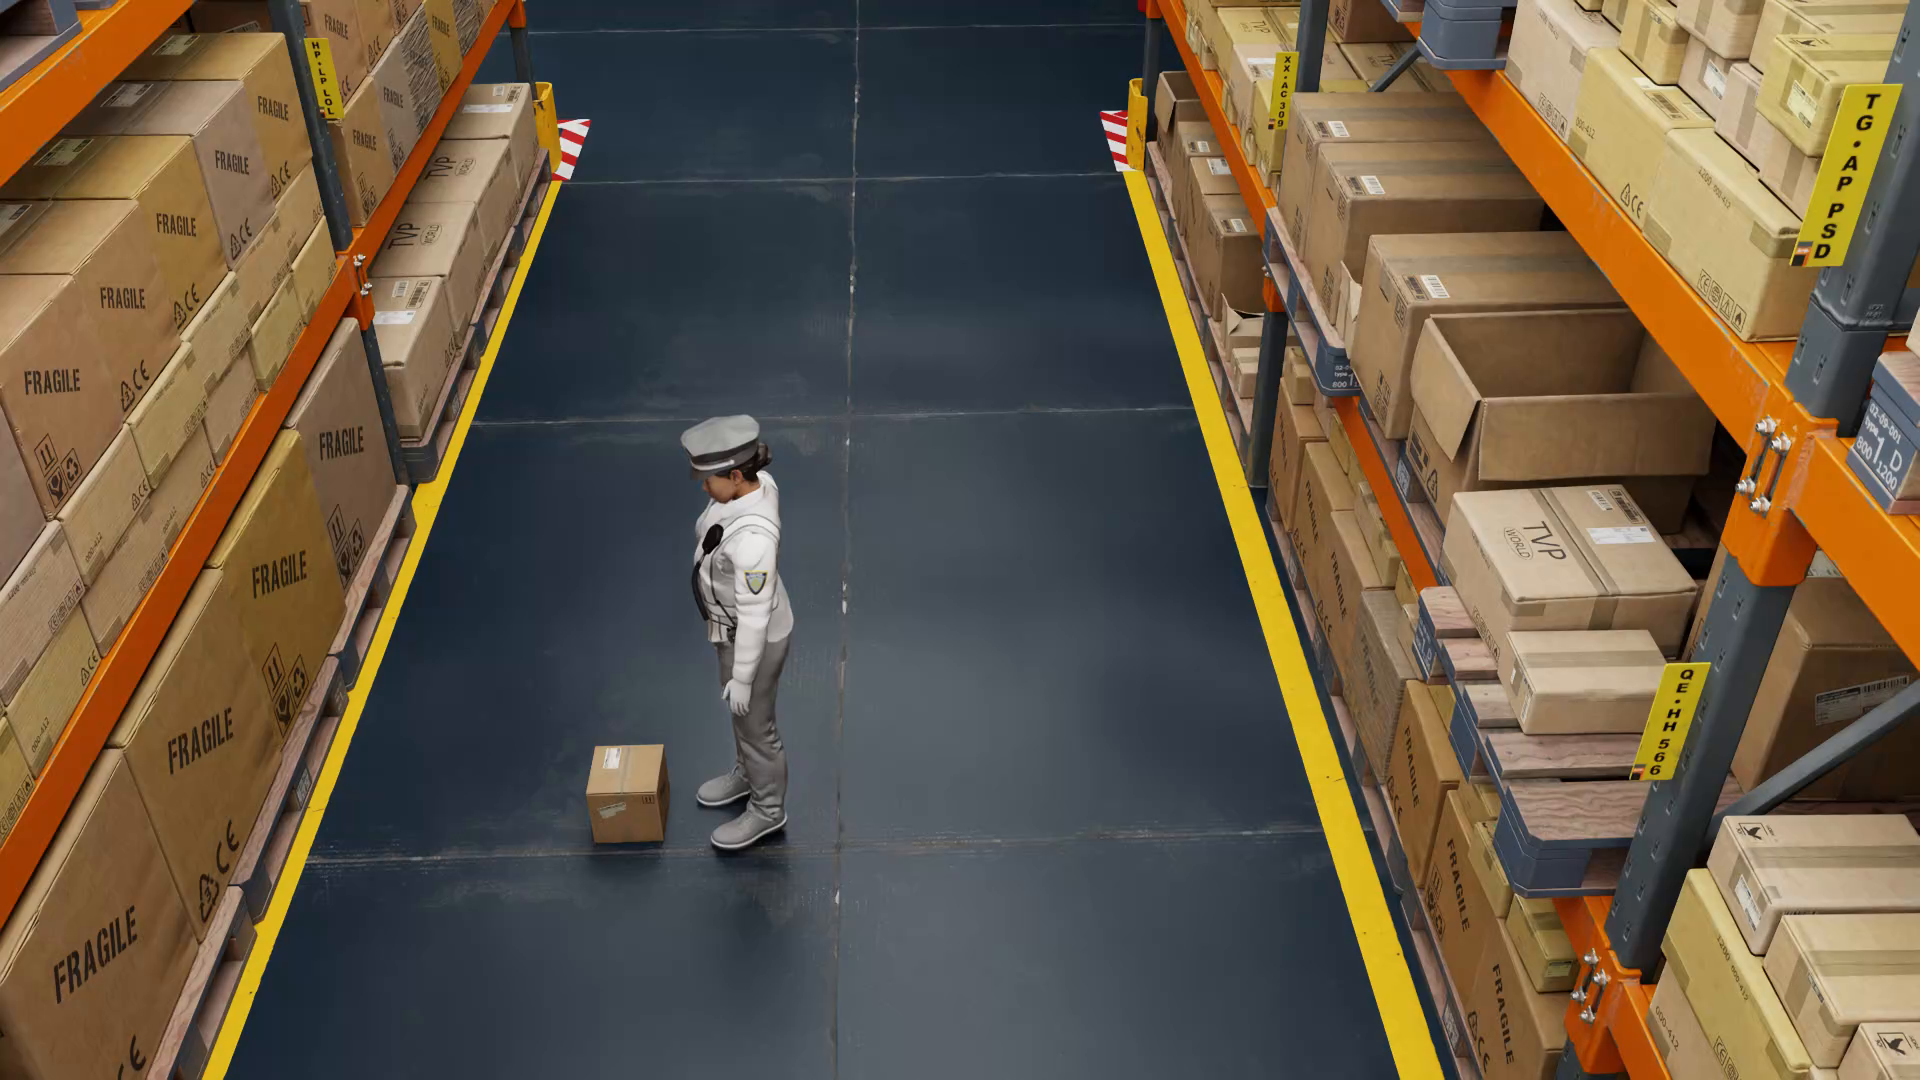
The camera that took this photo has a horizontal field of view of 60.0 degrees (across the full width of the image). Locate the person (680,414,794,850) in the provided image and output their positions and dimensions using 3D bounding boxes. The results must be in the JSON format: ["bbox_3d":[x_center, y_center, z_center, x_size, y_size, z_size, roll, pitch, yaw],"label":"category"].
[{"bbox_3d":[-0.762,0.339,5.638,0.402,1.687,0.538,-6,36,-8],"label":"person"}]
